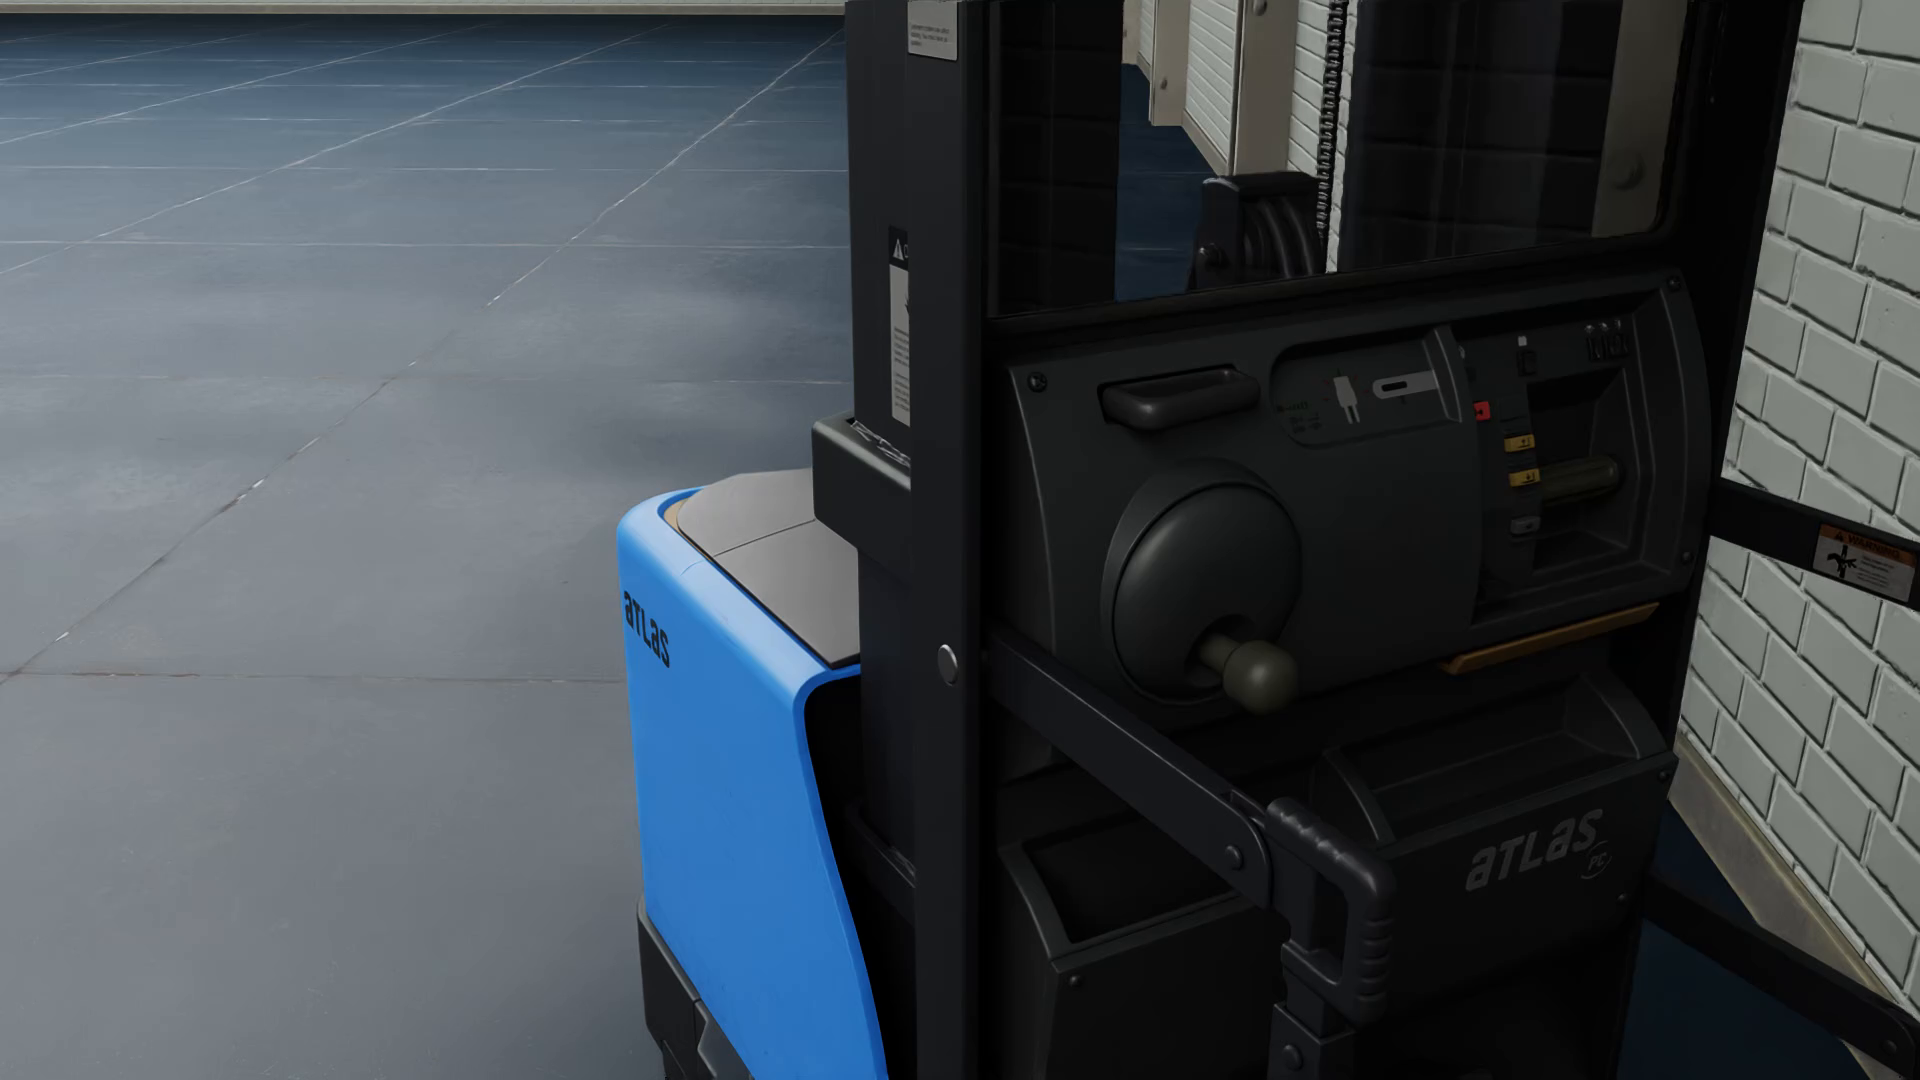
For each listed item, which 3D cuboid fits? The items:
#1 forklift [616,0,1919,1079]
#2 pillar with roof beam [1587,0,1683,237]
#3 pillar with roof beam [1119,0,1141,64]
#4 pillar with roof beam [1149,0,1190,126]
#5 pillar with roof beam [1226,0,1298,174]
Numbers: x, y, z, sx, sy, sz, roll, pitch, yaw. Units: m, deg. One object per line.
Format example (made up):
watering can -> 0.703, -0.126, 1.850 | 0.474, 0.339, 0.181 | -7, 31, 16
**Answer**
forklift -> 0.574, -0.053, 1.613 | 1.130, 2.935, 3.031 | -11, 24, -27
pillar with roof beam -> -2.724, -3.828, 2.955 | 9.100, 9.000, 0.400 | 1, 21, 2
pillar with roof beam -> -2.176, -10.336, 19.728 | 9.100, 9.000, 0.400 | 1, 21, 2
pillar with roof beam -> -2.359, -8.167, 14.137 | 9.100, 9.000, 0.400 | 1, 21, 2
pillar with roof beam -> -2.541, -5.997, 8.546 | 9.100, 9.000, 0.400 | 1, 21, 2
